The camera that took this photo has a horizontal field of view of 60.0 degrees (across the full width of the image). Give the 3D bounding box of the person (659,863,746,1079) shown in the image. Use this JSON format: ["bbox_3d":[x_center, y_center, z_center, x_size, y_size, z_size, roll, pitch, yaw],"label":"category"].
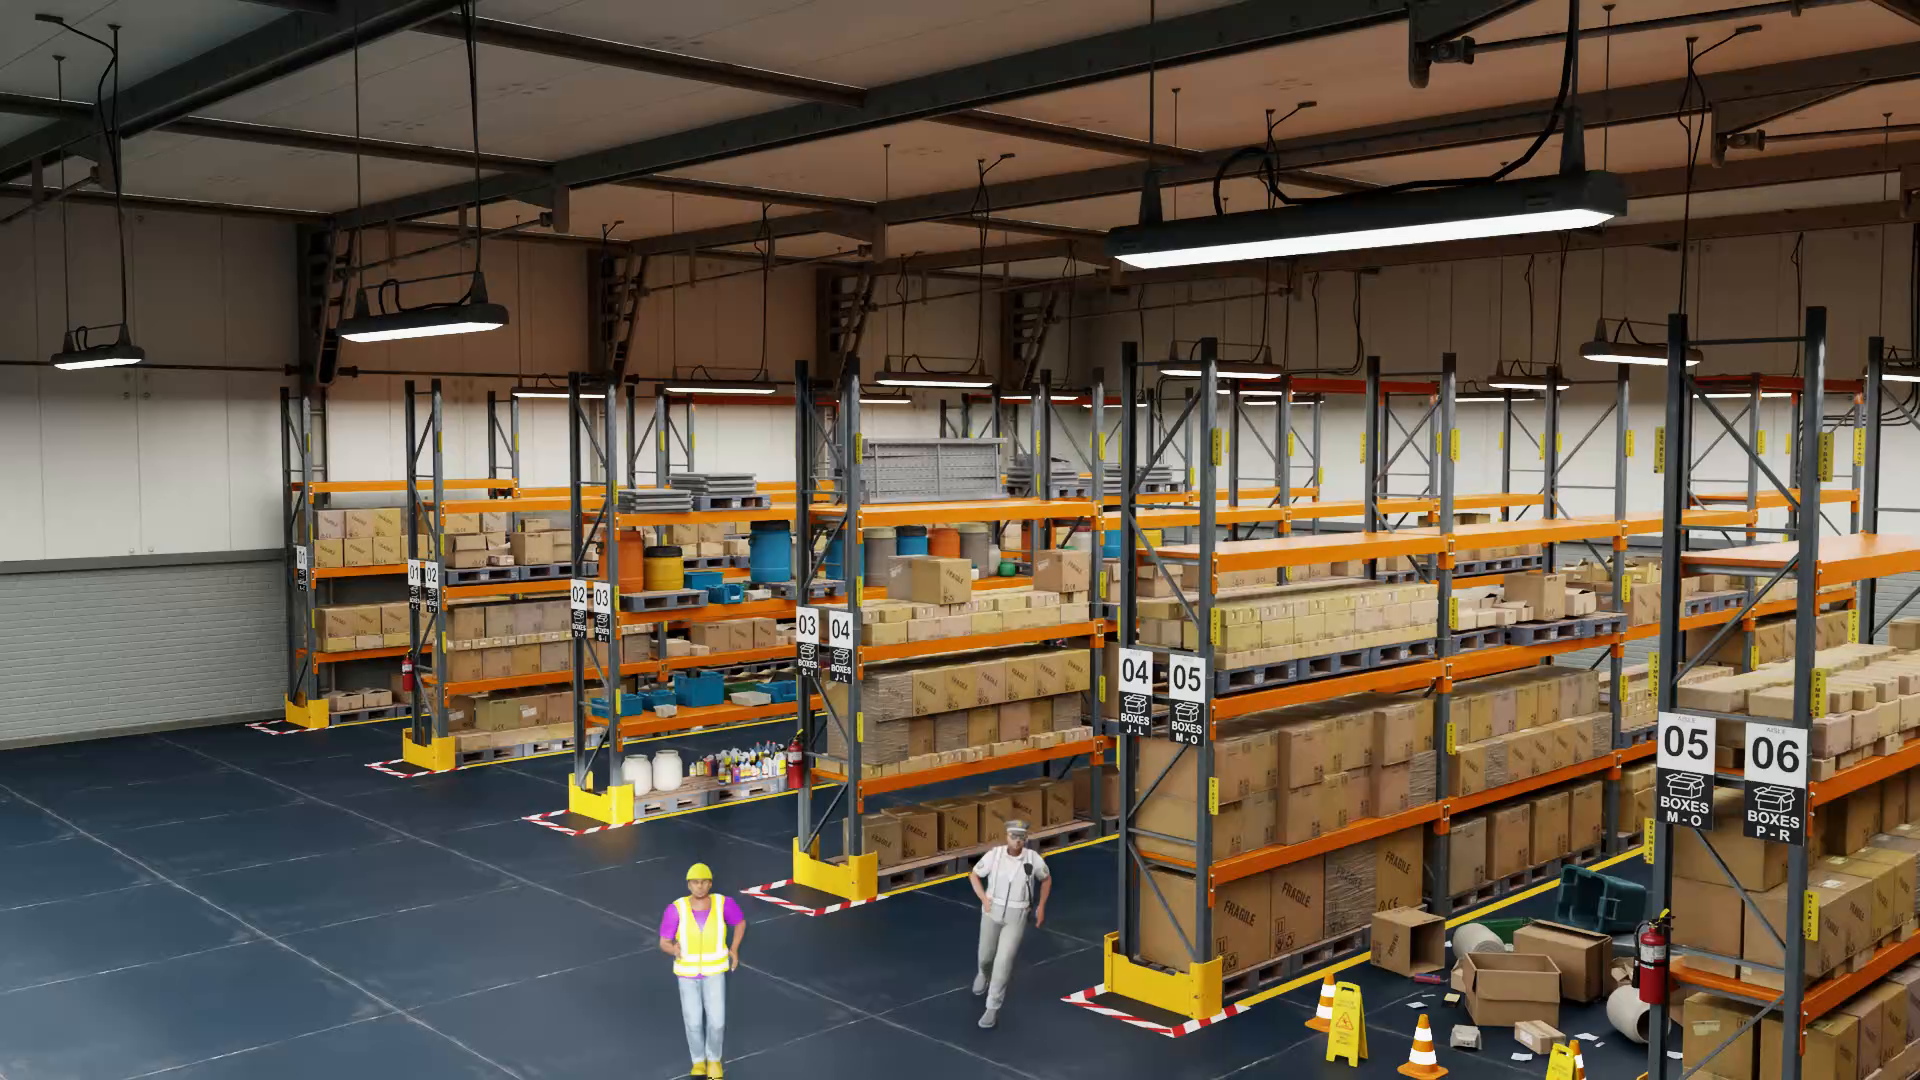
[{"bbox_3d":[-2.037,3.395,13.154,0.677,1.661,0.649,0,4,-7],"label":"person"}]

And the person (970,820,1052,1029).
[{"bbox_3d":[0.433,3.342,14.785,0.732,1.748,0.957,1,4,8],"label":"person"}]
